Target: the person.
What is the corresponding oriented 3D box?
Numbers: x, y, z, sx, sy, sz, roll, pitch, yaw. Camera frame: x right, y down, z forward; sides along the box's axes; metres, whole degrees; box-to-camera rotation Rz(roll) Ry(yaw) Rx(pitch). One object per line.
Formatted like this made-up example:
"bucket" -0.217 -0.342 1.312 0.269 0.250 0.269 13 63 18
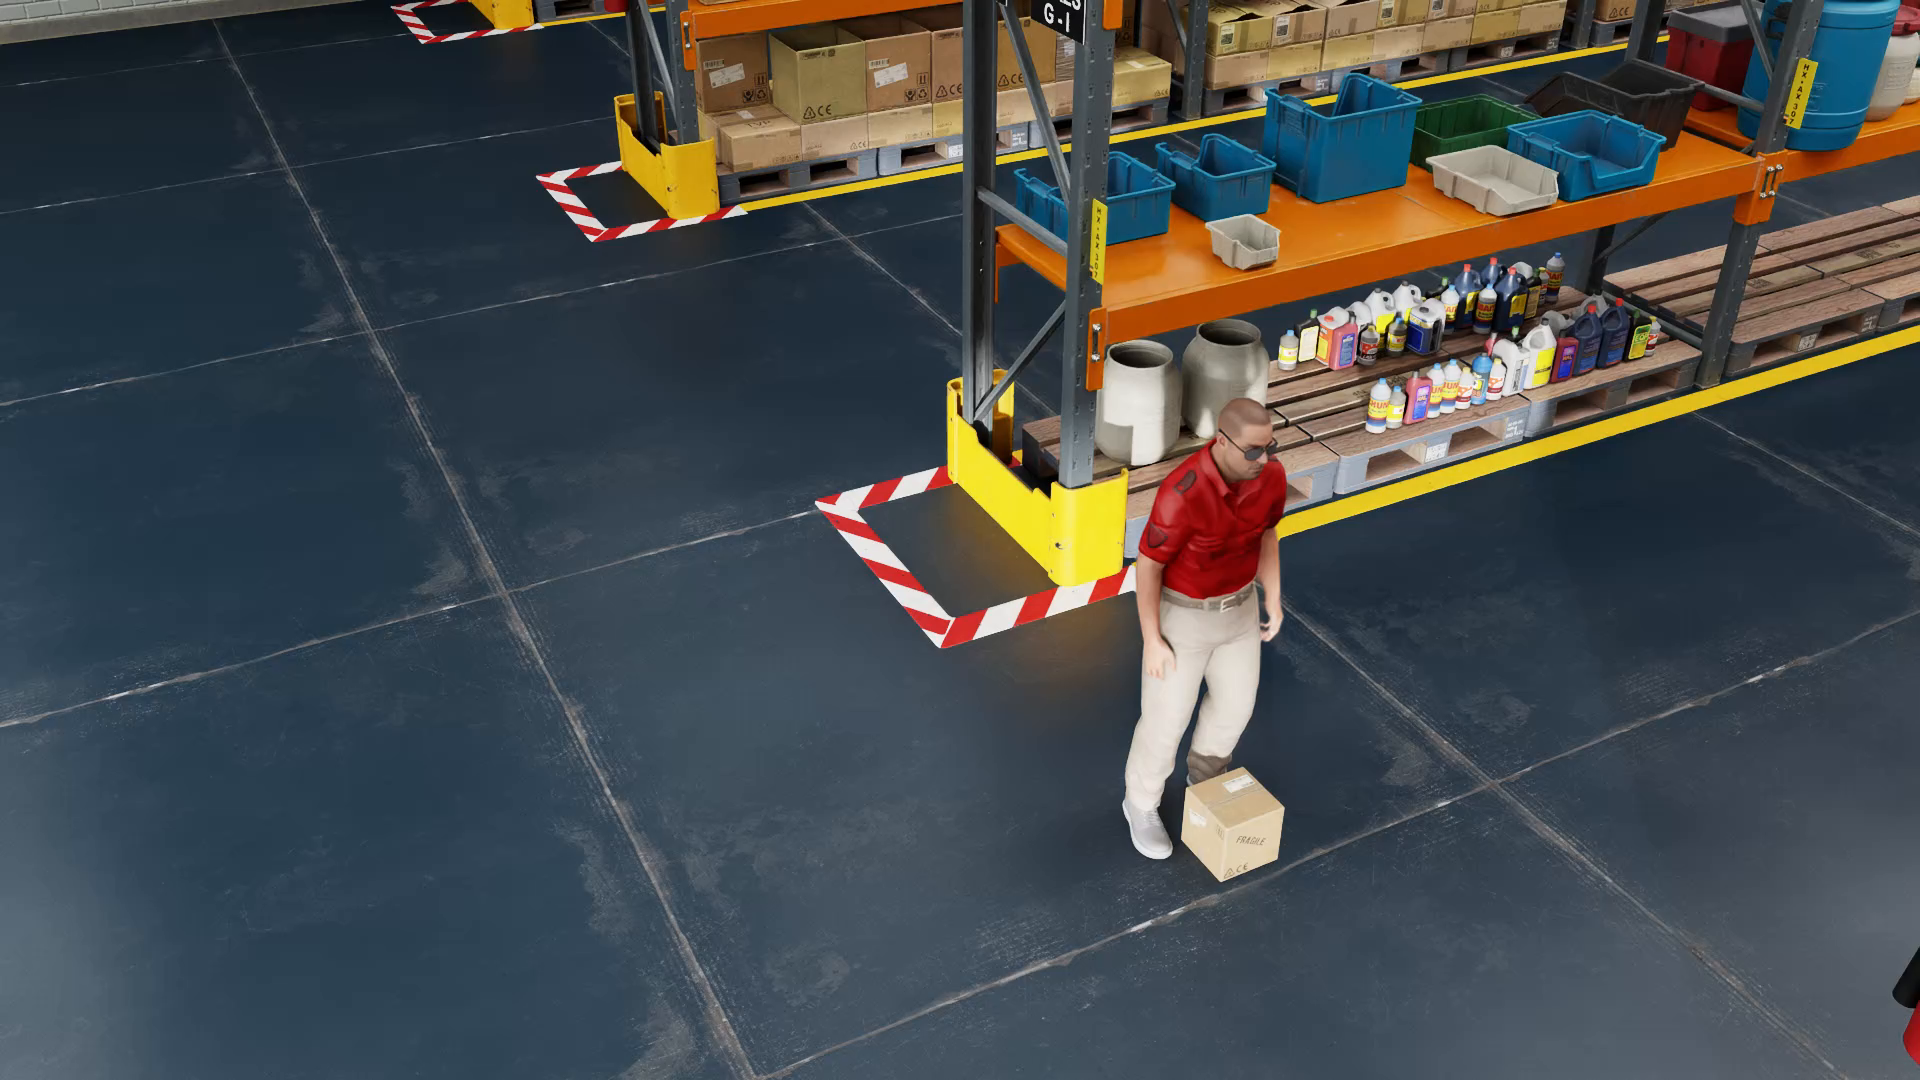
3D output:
"person" 0.856 0.272 5.729 0.603 1.728 0.392 -17 37 -25
